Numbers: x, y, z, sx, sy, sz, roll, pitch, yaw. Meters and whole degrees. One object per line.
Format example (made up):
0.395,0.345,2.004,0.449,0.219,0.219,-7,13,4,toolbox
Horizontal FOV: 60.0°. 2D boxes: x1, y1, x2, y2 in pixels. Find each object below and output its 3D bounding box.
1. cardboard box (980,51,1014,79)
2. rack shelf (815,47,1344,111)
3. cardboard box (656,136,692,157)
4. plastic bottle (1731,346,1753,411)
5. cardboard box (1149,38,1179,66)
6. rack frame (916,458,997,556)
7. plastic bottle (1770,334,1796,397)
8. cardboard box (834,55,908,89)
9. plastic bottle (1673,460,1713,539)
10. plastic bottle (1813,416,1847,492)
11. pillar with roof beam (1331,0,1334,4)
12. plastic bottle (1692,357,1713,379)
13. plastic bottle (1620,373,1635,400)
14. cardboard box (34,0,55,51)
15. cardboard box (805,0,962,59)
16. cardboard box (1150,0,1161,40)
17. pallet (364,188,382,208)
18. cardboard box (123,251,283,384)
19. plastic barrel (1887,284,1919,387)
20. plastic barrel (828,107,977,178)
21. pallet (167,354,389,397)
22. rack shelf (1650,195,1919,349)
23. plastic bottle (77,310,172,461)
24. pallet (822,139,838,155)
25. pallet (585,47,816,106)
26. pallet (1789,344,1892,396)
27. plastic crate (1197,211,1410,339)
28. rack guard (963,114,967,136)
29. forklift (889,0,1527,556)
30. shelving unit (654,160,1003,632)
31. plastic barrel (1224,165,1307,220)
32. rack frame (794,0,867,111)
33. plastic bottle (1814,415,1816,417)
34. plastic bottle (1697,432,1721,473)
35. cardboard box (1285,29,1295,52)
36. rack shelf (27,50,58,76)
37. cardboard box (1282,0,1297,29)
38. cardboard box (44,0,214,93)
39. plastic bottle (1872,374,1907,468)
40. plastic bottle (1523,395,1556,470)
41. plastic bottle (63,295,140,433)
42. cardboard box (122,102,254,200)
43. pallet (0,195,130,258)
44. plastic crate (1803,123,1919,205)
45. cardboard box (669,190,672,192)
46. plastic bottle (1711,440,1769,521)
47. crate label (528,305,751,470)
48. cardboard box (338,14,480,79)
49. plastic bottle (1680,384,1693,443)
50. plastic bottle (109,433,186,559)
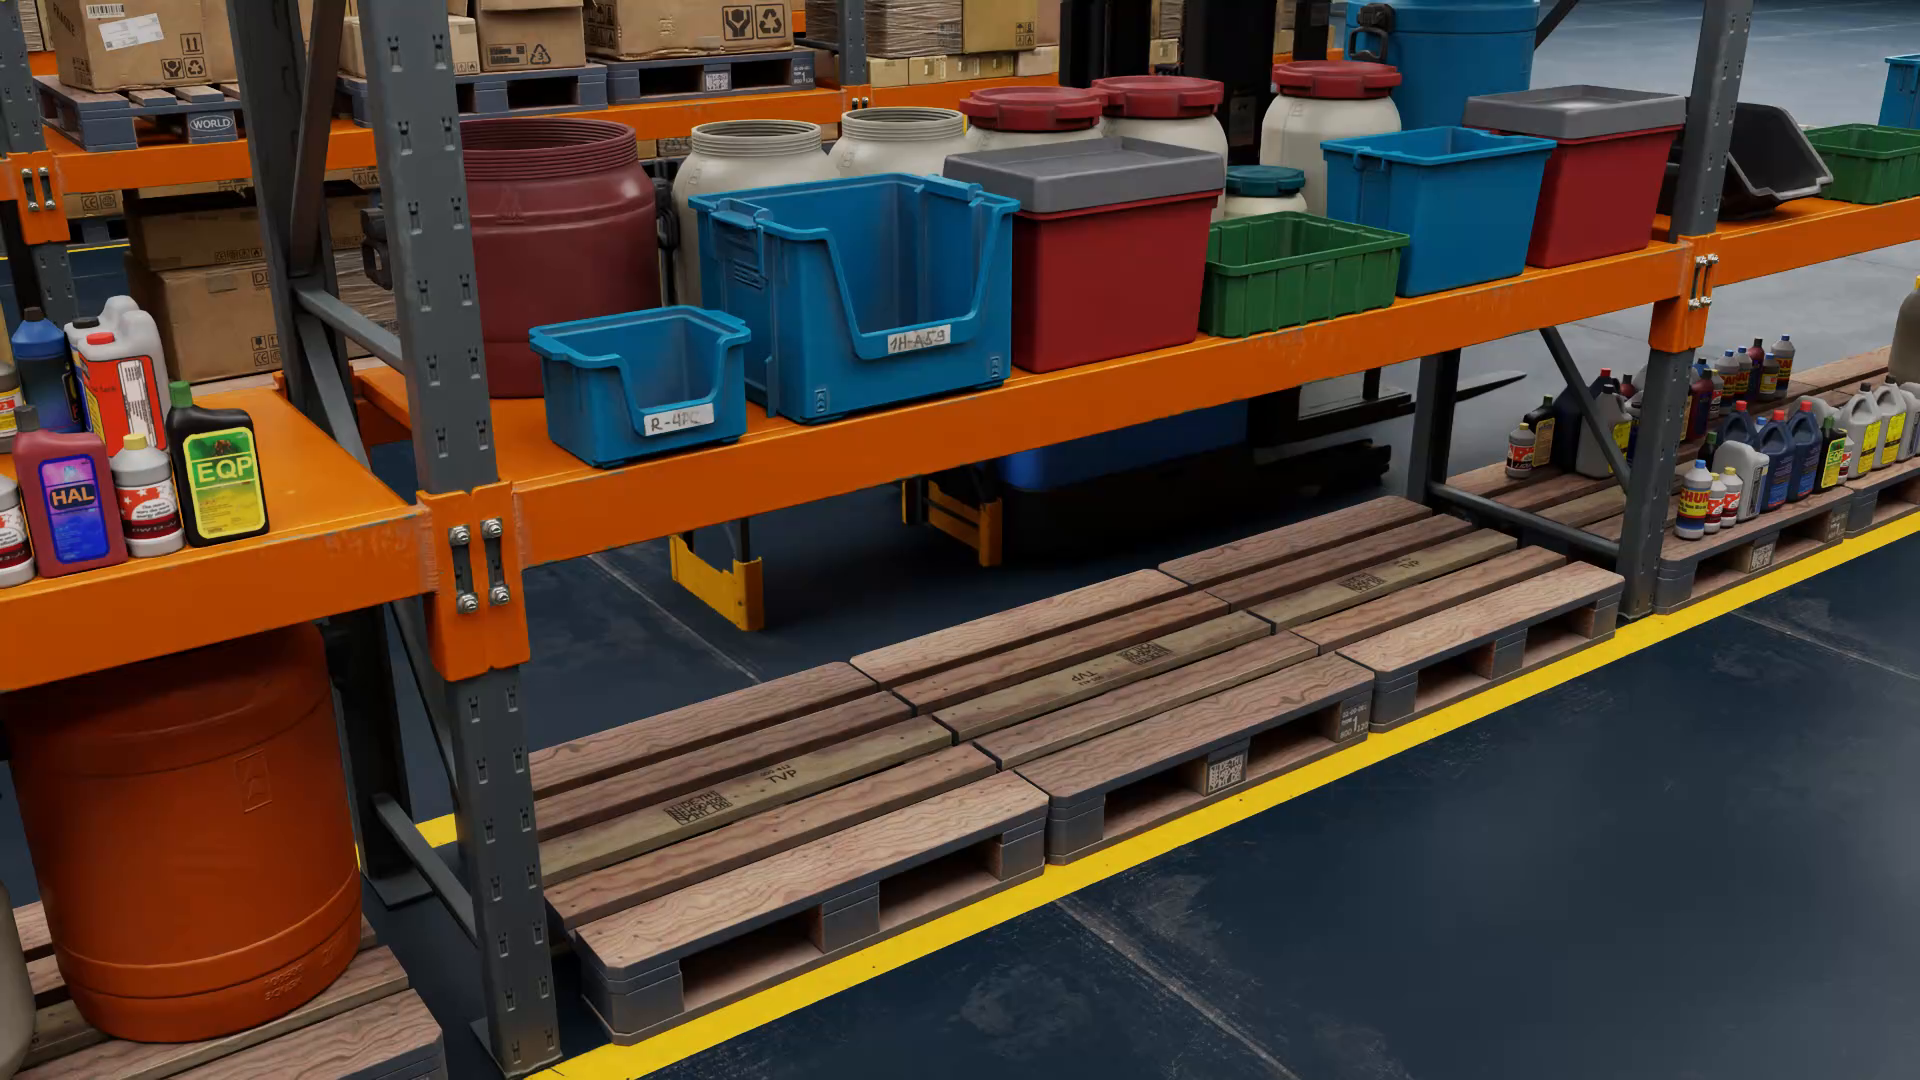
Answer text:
0.102,-2.772,9.636,0.250,0.149,0.380,-15,26,-33,cardboard box
0.781,-2.862,10.492,4.000,0.370,1.077,-15,26,-33,rack shelf
-2.376,-3.797,14.165,0.875,0.875,0.875,-15,26,-32,cardboard box
3.365,-0.703,7.199,0.097,0.271,0.097,0,22,0,plastic bottle
1.137,-3.032,10.287,0.250,0.149,0.380,-15,26,-33,cardboard box
-0.019,-0.694,6.111,0.032,1.500,0.500,-14,26,-32,rack frame
3.643,-0.778,7.385,0.097,0.271,0.097,0,22,0,plastic bottle
-0.492,-2.603,9.211,0.250,0.149,0.380,-15,26,-33,cardboard box
2.565,-0.148,5.807,0.097,0.271,0.097,0,22,0,plastic bottle
3.259,-0.330,6.247,0.133,0.283,0.061,-14,25,-31,plastic bottle
9.749,-13.611,28.364,0.400,9.000,9.100,-15,26,-33,pillar with roof beam
3.119,-0.638,7.035,0.097,0.271,0.097,0,22,0,plastic bottle
2.668,-0.531,6.752,0.133,0.283,0.061,-13,25,-29,plastic bottle
-5.971,-3.585,11.198,0.500,0.500,0.500,-15,26,-33,cardboard box
-0.441,-3.027,9.398,0.500,0.500,0.875,-15,26,-33,cardboard box
0.762,-3.359,10.230,0.500,0.500,0.875,-15,26,-33,cardboard box
-4.240,-2.793,13.110,1.213,0.211,1.003,-15,26,-33,pallet
-3.557,-1.092,7.865,0.500,0.500,0.700,-17,27,-36,cardboard box
4.400,-0.905,7.407,0.421,0.512,0.421,0,22,0,plastic barrel
-0.145,-0.838,4.297,0.421,0.512,0.421,0,22,0,plastic barrel
-3.454,-0.771,8.044,1.213,0.211,1.003,-15,26,-33,pallet
3.673,-1.372,6.758,4.000,0.370,1.077,-15,26,-33,rack shelf
-1.648,-0.308,3.288,0.135,0.276,0.152,-15,26,-33,plastic bottle
-1.014,-3.651,15.262,1.213,0.211,1.003,-15,26,-33,pallet
-1.548,-2.553,9.005,1.213,0.211,1.003,-15,26,-33,pallet
4.600,-0.639,7.713,1.213,0.211,1.003,-15,26,-33,pallet
0.801,-0.713,4.422,0.662,0.188,0.450,-15,26,-33,plastic crate
-0.391,-3.987,15.715,0.348,0.500,1.175,-15,26,-33,rack guard
1.204,-1.710,6.726,3.031,2.935,1.130,-14,26,-32,forklift
-0.445,-0.585,5.838,1.083,1.500,0.587,-14,26,-32,shelving unit
0.886,-0.969,4.963,0.301,0.262,0.301,0,22,0,plastic barrel
-0.843,-2.763,9.274,0.127,3.000,1.000,-15,26,-33,rack frame
3.198,-0.344,6.300,0.097,0.271,0.097,0,22,0,plastic bottle
2.748,-0.263,6.080,0.133,0.283,0.061,-15,26,-33,plastic bottle
2.090,-3.335,11.045,0.250,0.149,0.380,-15,26,-33,cardboard box
-5.281,-3.510,12.117,4.000,0.370,1.077,-15,26,-33,rack shelf
1.942,-3.703,11.093,0.500,0.500,0.875,-15,26,-33,cardboard box
-3.675,-2.268,7.331,0.500,0.500,0.500,-19,29,-39,cardboard box
3.597,-0.470,6.508,0.185,0.351,0.144,-14,26,-31,plastic bottle
2.248,-0.419,6.472,0.133,0.283,0.061,-13,25,-30,plastic bottle
-1.737,-0.353,3.402,0.135,0.276,0.152,-15,26,-33,plastic bottle
-5.650,-2.857,11.977,0.750,0.750,1.050,-14,26,-32,cardboard box
-6.220,-2.265,11.786,1.213,0.211,1.003,-15,26,-33,pallet
3.317,-1.384,6.103,0.662,0.188,0.450,-15,26,-33,plastic crate
-1.354,-1.680,9.339,0.500,0.500,0.700,-17,28,-37,cardboard box
2.811,-0.228,6.002,0.135,0.276,0.152,-14,26,-31,plastic bottle
-0.636,-0.308,3.347,0.416,0.233,0.303,-15,26,-33,crate label
-2.595,-2.317,7.790,0.500,0.250,0.500,-16,27,-34,cardboard box
2.903,-0.528,6.745,0.133,0.283,0.061,-15,26,-33,plastic bottle
-1.381,-0.080,2.817,0.097,0.201,0.097,0,22,0,plastic bottle
